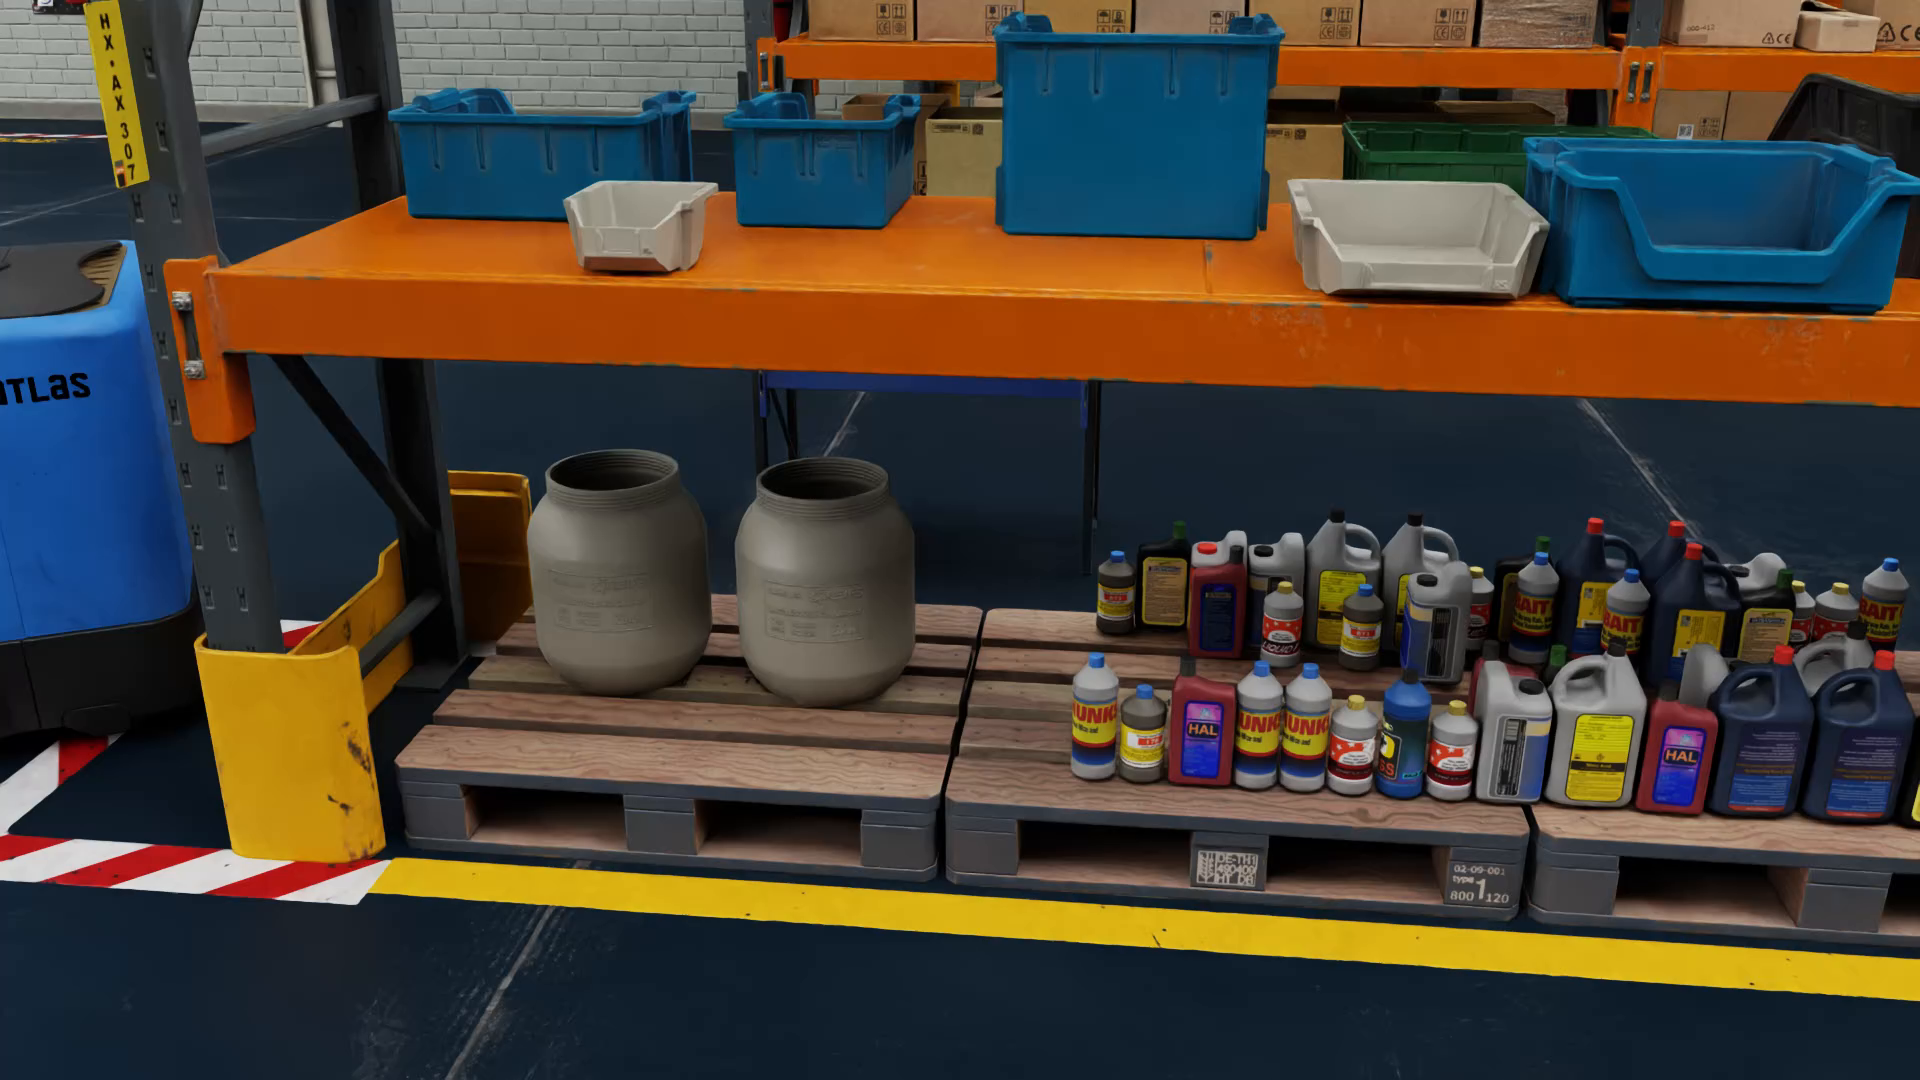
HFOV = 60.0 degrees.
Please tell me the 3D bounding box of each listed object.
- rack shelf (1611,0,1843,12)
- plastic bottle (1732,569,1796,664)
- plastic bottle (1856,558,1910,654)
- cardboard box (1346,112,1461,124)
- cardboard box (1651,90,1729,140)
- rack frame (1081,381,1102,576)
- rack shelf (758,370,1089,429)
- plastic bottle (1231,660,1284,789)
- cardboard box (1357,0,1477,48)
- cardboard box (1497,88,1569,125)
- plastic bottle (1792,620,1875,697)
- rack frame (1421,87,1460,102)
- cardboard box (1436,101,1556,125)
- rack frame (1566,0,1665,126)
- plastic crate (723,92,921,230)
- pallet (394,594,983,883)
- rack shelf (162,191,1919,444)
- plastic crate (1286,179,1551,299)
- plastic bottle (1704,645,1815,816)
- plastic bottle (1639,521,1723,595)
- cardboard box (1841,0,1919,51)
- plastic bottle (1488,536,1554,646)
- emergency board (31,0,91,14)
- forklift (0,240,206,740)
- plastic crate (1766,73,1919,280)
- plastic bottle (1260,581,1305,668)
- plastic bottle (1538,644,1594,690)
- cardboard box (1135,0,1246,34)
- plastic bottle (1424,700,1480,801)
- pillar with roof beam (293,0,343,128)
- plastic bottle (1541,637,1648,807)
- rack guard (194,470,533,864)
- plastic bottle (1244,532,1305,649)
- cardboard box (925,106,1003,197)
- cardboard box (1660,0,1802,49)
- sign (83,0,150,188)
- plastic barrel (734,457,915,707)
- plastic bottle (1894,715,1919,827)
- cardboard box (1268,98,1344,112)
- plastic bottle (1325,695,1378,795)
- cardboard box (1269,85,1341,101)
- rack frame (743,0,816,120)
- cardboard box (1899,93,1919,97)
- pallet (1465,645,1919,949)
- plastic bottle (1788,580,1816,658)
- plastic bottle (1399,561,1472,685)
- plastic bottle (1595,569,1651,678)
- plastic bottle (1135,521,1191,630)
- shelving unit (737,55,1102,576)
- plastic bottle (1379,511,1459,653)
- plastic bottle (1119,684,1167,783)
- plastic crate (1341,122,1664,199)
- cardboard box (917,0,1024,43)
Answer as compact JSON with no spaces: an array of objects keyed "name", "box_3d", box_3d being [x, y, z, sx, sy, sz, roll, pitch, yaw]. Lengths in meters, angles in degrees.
[{"name":"rack shelf","box_3d":[5.648,-3.912,12.233,4.000,0.370,1.077,2,22,6]},{"name":"plastic bottle","box_3d":[1.895,0.204,3.941,0.133,0.283,0.061,2,22,6]},{"name":"plastic bottle","box_3d":[2.231,0.174,4.031,0.097,0.271,0.097,0,22,0]},{"name":"cardboard box","box_3d":[2.101,-1.756,7.950,0.500,0.500,0.500,2,22,6]},{"name":"cardboard box","box_3d":[5.416,-3.309,12.530,0.500,0.500,0.700,3,22,7]},{"name":"rack frame","box_3d":[0.420,-0.679,5.118,0.032,1.500,0.500,2,22,6]},{"name":"rack shelf","box_3d":[-0.085,-0.534,5.240,1.000,0.185,0.538,2,22,6]},{"name":"plastic bottle","box_3d":[0.628,0.382,3.506,0.097,0.271,0.097,0,22,0]},{"name":"cardboard box","box_3d":[2.117,-2.608,7.821,0.500,0.500,0.700,2,22,6]},{"name":"cardboard box","box_3d":[4.395,-3.349,12.634,0.500,0.500,0.700,3,22,8]},{"name":"plastic bottle","box_3d":[1.839,0.336,3.514,0.185,0.351,0.144,2,22,6]},{"name":"rack frame","box_3d":[3.662,-4.333,12.320,0.127,3.000,1.000,2,22,6]},{"name":"cardboard box","box_3d":[2.659,-1.924,8.375,0.500,0.500,0.500,2,22,6]},{"name":"rack frame","box_3d":[3.083,-2.524,7.745,0.127,3.000,1.000,2,22,6]},{"name":"plastic crate","box_3d":[-0.300,-0.877,3.781,0.408,0.251,0.499,2,22,6]},{"name":"pallet","box_3d":[-0.589,0.431,4.063,1.213,0.211,1.003,2,22,6]},{"name":"rack shelf","box_3d":[0.510,-0.468,3.522,4.000,0.370,1.077,2,22,6]},{"name":"plastic crate","box_3d":[0.854,-0.571,3.163,0.437,0.136,0.530,2,22,6]},{"name":"plastic bottle","box_3d":[1.632,0.380,3.402,0.185,0.351,0.144,1,22,4]},{"name":"plastic bottle","box_3d":[1.743,0.125,4.049,0.185,0.351,0.144,3,22,8]},{"name":"cardboard box","box_3d":[4.366,-2.509,7.570,0.500,0.500,0.500,4,22,10]},{"name":"plastic bottle","box_3d":[1.397,0.126,4.138,0.133,0.283,0.061,3,22,9]},{"name":"emergency board","box_3d":[-7.921,-5.172,14.442,0.643,1.169,0.194,2,22,6]},{"name":"forklift","box_3d":[-3.495,-0.857,3.622,3.031,2.935,1.130,-8,23,-20]},{"name":"plastic crate","box_3d":[1.991,-0.756,3.357,0.504,0.338,0.767,2,22,6]},{"name":"plastic bottle","box_3d":[0.788,0.200,4.061,0.097,0.201,0.097,0,22,0]},{"name":"plastic bottle","box_3d":[1.298,0.359,3.548,0.133,0.283,0.061,2,22,6]},{"name":"cardboard box","box_3d":[1.110,-2.653,7.934,0.500,0.500,0.700,3,22,8]},{"name":"plastic bottle","box_3d":[1.030,0.432,3.474,0.097,0.201,0.097,0,22,0]},{"name":"pillar with roof beam","box_3d":[-5.978,-6.269,9.058,0.400,9.000,9.100,2,22,6]},{"name":"plastic bottle","box_3d":[1.311,0.366,3.438,0.185,0.351,0.144,2,22,6]},{"name":"rack guard","box_3d":[-1.395,0.260,4.103,0.348,0.500,1.175,2,22,6]},{"name":"plastic bottle","box_3d":[0.784,0.119,4.164,0.135,0.276,0.152,2,22,5]},{"name":"cardboard box","box_3d":[0.113,-1.837,8.156,0.500,0.500,0.500,2,22,6]},{"name":"cardboard box","box_3d":[3.577,-2.449,7.759,0.500,0.250,0.500,4,22,10]},{"name":"sign","box_3d":[-1.545,-0.817,3.050,0.005,0.325,0.100,2,22,6]},{"name":"plastic barrel","box_3d":[-0.316,0.095,3.933,0.421,0.512,0.421,0,22,0]},{"name":"plastic bottle","box_3d":[1.979,0.442,3.337,0.133,0.283,0.061,4,22,9]},{"name":"cardboard box","box_3d":[1.666,-1.967,8.485,0.500,0.500,0.500,2,22,6]},{"name":"plastic bottle","box_3d":[0.826,0.423,3.497,0.097,0.201,0.097,0,22,0]},{"name":"cardboard box","box_3d":[2.626,-3.405,12.775,0.500,0.500,0.500,1,22,2]},{"name":"rack frame","box_3d":[-0.890,-2.697,8.183,0.127,3.000,1.000,2,22,6]},{"name":"cardboard box","box_3d":[6.913,-3.214,12.292,0.500,0.500,0.700,3,22,7]},{"name":"pallet","box_3d":[1.834,0.537,3.796,1.213,0.211,1.003,2,22,6]},{"name":"plastic bottle","box_3d":[2.029,0.198,4.066,0.097,0.201,0.097,0,22,0]},{"name":"plastic bottle","box_3d":[1.141,0.188,3.990,0.135,0.276,0.152,2,22,6]},{"name":"plastic bottle","box_3d":[1.585,0.200,3.968,0.097,0.271,0.097,0,22,0]},{"name":"plastic bottle","box_3d":[0.517,0.087,4.235,0.133,0.283,0.061,3,22,8]},{"name":"shelving unit","box_3d":[-0.085,-0.701,5.173,1.048,1.500,0.538,2,22,6]},{"name":"plastic bottle","box_3d":[1.134,0.098,4.116,0.185,0.351,0.144,2,22,6]},{"name":"plastic bottle","box_3d":[0.390,0.404,3.545,0.097,0.201,0.097,0,22,0]},{"name":"plastic crate","box_3d":[1.181,-0.779,3.619,0.662,0.188,0.450,2,22,6]},{"name":"cardboard box","box_3d":[0.094,-2.698,8.048,0.500,0.500,0.700,3,22,8]}]
